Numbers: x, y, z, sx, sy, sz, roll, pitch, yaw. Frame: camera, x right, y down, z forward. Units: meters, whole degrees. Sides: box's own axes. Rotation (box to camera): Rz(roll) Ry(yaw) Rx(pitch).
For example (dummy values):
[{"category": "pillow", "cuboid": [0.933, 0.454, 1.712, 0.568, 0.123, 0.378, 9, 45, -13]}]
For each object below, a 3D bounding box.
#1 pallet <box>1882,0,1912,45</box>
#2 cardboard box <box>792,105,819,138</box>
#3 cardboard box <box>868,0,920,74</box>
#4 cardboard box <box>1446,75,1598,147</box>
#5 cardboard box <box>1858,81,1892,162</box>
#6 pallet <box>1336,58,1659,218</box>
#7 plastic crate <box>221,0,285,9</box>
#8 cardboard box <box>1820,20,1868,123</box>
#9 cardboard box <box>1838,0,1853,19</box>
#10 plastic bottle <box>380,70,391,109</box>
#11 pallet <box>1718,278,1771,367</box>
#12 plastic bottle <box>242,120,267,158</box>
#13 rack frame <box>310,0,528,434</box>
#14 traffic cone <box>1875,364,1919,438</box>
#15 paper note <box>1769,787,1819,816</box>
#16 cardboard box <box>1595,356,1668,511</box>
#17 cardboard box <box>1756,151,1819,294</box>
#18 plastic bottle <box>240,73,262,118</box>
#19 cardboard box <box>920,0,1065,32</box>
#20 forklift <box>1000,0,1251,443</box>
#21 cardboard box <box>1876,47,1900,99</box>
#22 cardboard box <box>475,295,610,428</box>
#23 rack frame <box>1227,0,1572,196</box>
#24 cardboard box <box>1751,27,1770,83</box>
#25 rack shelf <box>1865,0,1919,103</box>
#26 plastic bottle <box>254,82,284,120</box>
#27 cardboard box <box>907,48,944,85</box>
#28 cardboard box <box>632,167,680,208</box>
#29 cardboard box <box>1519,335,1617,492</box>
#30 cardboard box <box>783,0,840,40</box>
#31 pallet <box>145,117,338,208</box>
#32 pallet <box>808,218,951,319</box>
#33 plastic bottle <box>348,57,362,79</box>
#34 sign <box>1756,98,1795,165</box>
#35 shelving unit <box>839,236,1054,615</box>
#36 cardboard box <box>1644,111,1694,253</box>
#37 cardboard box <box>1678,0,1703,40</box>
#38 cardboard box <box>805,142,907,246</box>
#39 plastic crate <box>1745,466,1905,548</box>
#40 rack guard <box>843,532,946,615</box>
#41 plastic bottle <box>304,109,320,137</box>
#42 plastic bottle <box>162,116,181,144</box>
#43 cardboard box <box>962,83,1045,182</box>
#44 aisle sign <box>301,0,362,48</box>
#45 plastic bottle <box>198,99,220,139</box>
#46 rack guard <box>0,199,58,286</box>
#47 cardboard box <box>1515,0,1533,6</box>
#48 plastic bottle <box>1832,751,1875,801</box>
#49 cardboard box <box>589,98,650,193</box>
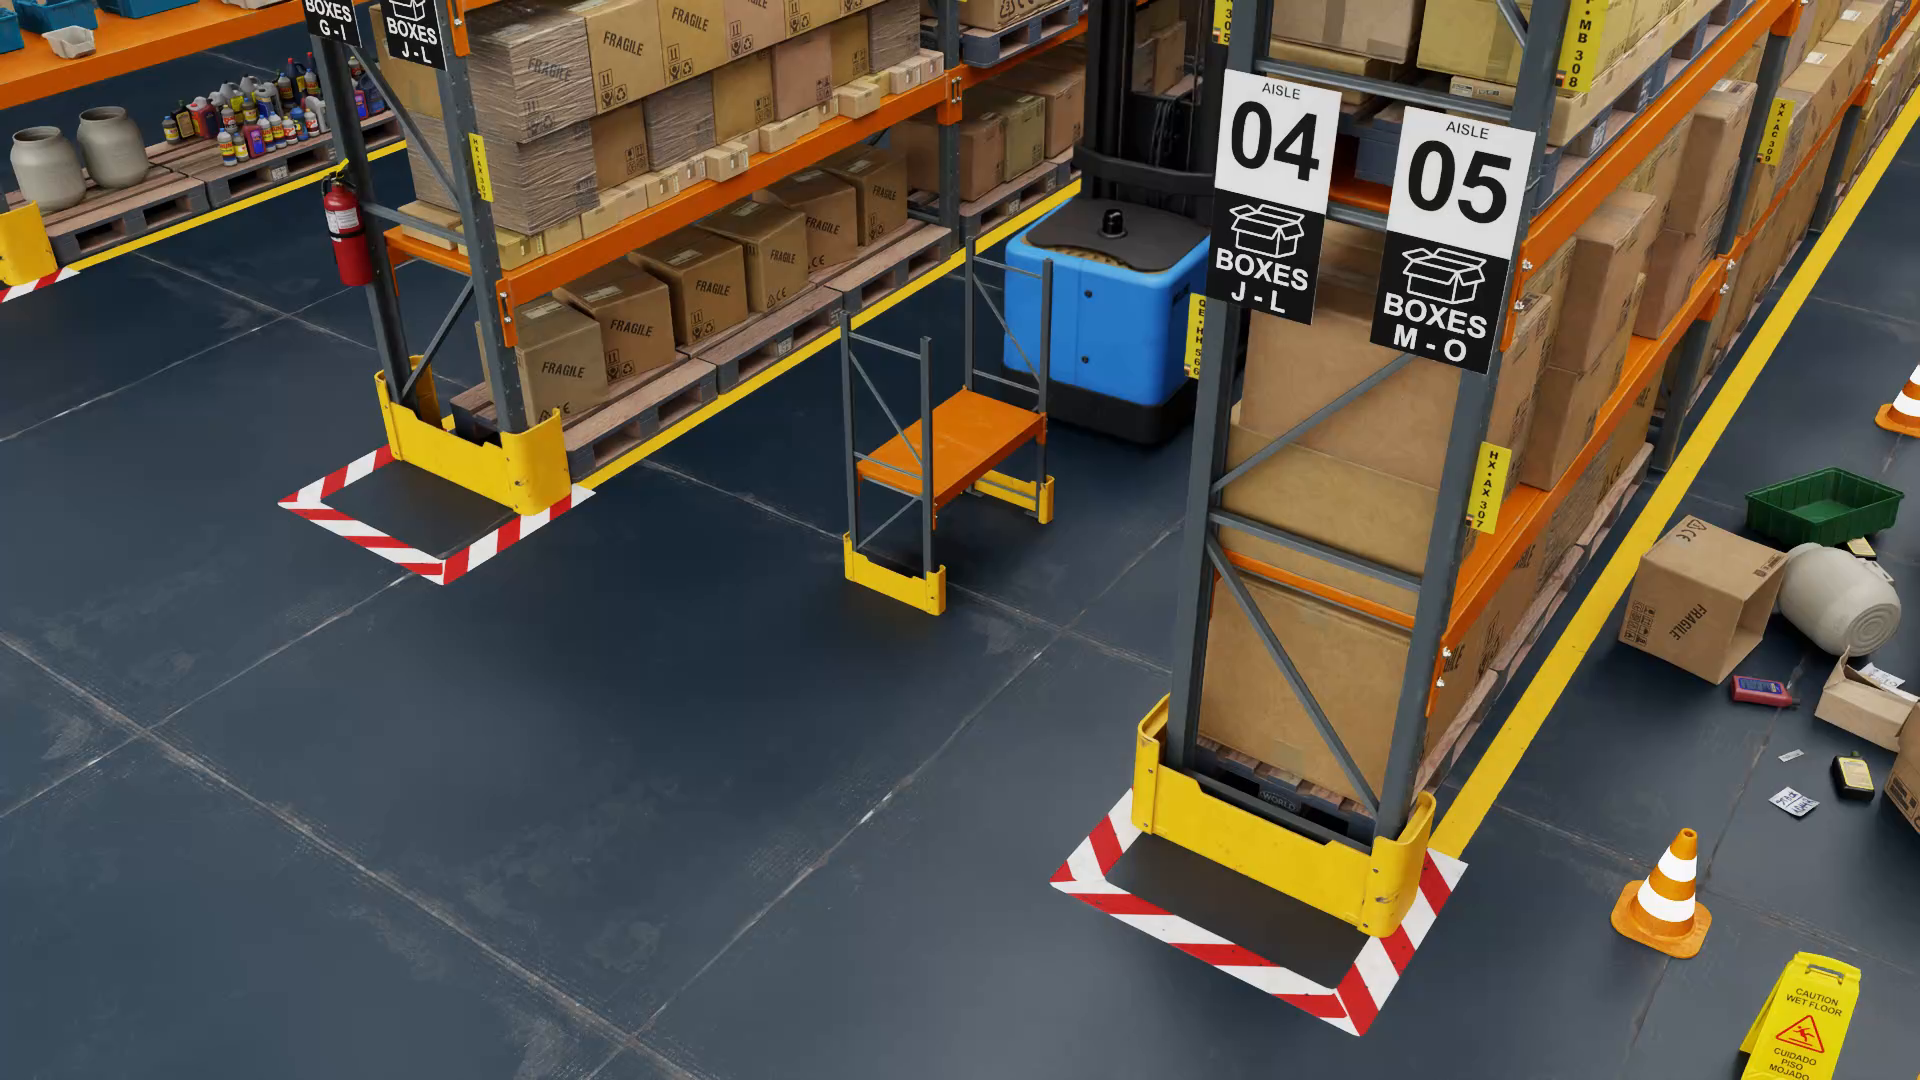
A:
[{"category": "pallet", "cuboid": [6.167, -3.922, 12.043, 1.213, 0.211, 1.003, 21, 39, 28]}, {"category": "cardboard box", "cuboid": [-1.084, -2.573, 10.102, 0.380, 0.149, 0.250, 21, 39, 28]}, {"category": "cardboard box", "cuboid": [-0.757, -3.407, 10.755, 0.875, 0.500, 0.500, 21, 39, 28]}, {"category": "cardboard box", "cuboid": [1.746, -1.367, 5.177, 0.380, 0.149, 0.250, 22, 40, 29]}, {"category": "cardboard box", "cuboid": [6.745, -3.255, 12.742, 0.500, 0.500, 0.500, 22, 40, 29]}, {"category": "pallet", "cuboid": [1.701, -1.509, 5.705, 1.003, 0.211, 1.213, 21, 39, 28]}, {"category": "plastic crate", "cuboid": [-5.236, -4.074, 12.332, 0.530, 0.136, 0.437, 21, 39, 28]}, {"category": "cardboard box", "cuboid": [5.241, -2.929, 10.314, 0.500, 0.500, 0.500, 21, 39, 27]}, {"category": "cardboard box", "cuboid": [5.297, -3.659, 10.501, 0.700, 0.500, 0.500, 21, 39, 28]}, {"category": "plastic bottle", "cuboid": [-4.649, -3.708, 13.528, 0.144, 0.351, 0.185, 20, 39, 27]}, {"category": "pallet", "cuboid": [4.641, -1.587, 10.908, 1.003, 0.211, 1.213, 21, 39, 28]}, {"category": "plastic bottle", "cuboid": [-5.365, -3.061, 12.631, 0.061, 0.283, 0.133, 22, 40, 29]}, {"category": "rack frame", "cuboid": [-2.730, -1.589, 8.422, 1.000, 3.000, 0.127, 21, 39, 28]}, {"category": "traffic cone", "cuboid": [5.573, -0.883, 9.642, 0.336, 0.463, 0.334, 21, 39, 28]}, {"category": "paper note", "cuboid": [3.552, 1.112, 7.079, 0.142, 0.017, 0.144, -22, 40, -29]}, {"category": "cardboard box", "cuboid": [3.151, -0.826, 8.815, 0.875, 0.875, 0.875, 22, 40, 29]}, {"category": "cardboard box", "cuboid": [4.931, -2.227, 10.998, 1.050, 0.750, 0.750, 22, 40, 29]}, {"category": "plastic bottle", "cuboid": [-5.670, -3.575, 13.331, 0.144, 0.351, 0.185, 21, 39, 28]}, {"category": "cardboard box", "cuboid": [0.118, -4.173, 11.333, 1.000, 1.000, 1.000, 22, 40, 28]}, {"category": "forklift", "cuboid": [1.424, -2.559, 9.918, 1.130, 2.935, 3.031, 18, 38, 25]}, {"category": "cardboard box", "cuboid": [6.729, -3.562, 12.527, 0.500, 0.250, 0.500, 21, 39, 28]}, {"category": "cardboard box", "cuboid": [-2.361, -1.009, 9.421, 0.500, 0.500, 0.500, -29, 43, -35]}, {"category": "rack frame", "cuboid": [1.287, -2.443, 4.330, 1.000, 3.000, 0.127, 21, 39, 28]}, {"category": "cardboard box", "cuboid": [3.846, -2.485, 8.765, 0.700, 0.500, 0.500, 21, 39, 27]}, {"category": "rack shelf", "cuboid": [6.989, -4.262, 13.017, 1.077, 0.370, 4.000, 21, 39, 28]}, {"category": "plastic bottle", "cuboid": [-5.534, -3.508, 13.299, 0.152, 0.276, 0.135, 21, 39, 28]}, {"category": "cardboard box", "cuboid": [-0.331, -3.133, 10.929, 0.380, 0.149, 0.250, 21, 39, 28]}, {"category": "cardboard box", "cuboid": [-1.785, -1.993, 9.244, 0.380, 0.149, 0.250, 21, 39, 28]}, {"category": "cardboard box", "cuboid": [2.179, -0.683, 6.948, 0.875, 0.550, 0.550, 21, 39, 28]}, {"category": "cardboard box", "cuboid": [-1.050, -3.253, 9.635, 0.500, 0.500, 0.500, 21, 39, 28]}, {"category": "pallet", "cuboid": [-5.631, -2.997, 12.993, 1.003, 0.211, 1.213, 21, 39, 28]}, {"category": "pallet", "cuboid": [-0.803, -1.954, 11.451, 1.003, 0.211, 1.213, 21, 39, 28]}, {"category": "plastic bottle", "cuboid": [-5.118, -3.981, 14.065, 0.097, 0.201, 0.097, 0, 34, 0]}, {"category": "sign", "cuboid": [4.024, -2.014, 8.206, 0.100, 0.325, 0.005, 21, 39, 28]}, {"category": "shelving unit", "cuboid": [-0.043, -0.586, 8.278, 0.587, 1.500, 1.083, 21, 39, 28]}, {"category": "cardboard box", "cuboid": [2.690, -1.655, 7.421, 0.875, 0.550, 0.550, 21, 39, 28]}, {"category": "cardboard box", "cuboid": [2.465, -1.948, 6.035, 0.380, 0.149, 0.250, 21, 39, 28]}, {"category": "cardboard box", "cuboid": [-0.711, -2.397, 11.473, 0.500, 0.500, 0.500, 20, 39, 27]}, {"category": "plastic crate", "cuboid": [4.545, -0.159, 8.767, 0.662, 0.188, 0.450, -15, 27, -21]}, {"category": "rack guard", "cuboid": [-0.327, 0.161, 8.289, 0.587, 0.250, 0.087, 21, 39, 28]}, {"category": "plastic bottle", "cuboid": [-5.083, -3.273, 13.017, 0.097, 0.201, 0.097, 0, 34, 0]}, {"category": "plastic bottle", "cuboid": [-6.112, -3.179, 12.879, 0.097, 0.201, 0.097, 0, 34, 0]}, {"category": "cardboard box", "cuboid": [0.206, -3.066, 12.444, 0.700, 0.500, 0.500, 21, 39, 28]}, {"category": "aisle sign", "cuboid": [-3.012, -2.733, 7.793, 0.394, 0.787, 0.004, 21, 39, 28]}, {"category": "plastic bottle", "cuboid": [-5.858, -3.287, 12.964, 0.061, 0.283, 0.133, 21, 39, 28]}, {"category": "rack guard", "cuboid": [-6.795, -2.185, 11.535, 1.175, 0.500, 0.348, 21, 39, 28]}, {"category": "cardboard box", "cuboid": [1.738, -1.694, 4.948, 0.380, 0.149, 0.250, 22, 40, 29]}, {"category": "plastic bottle", "cuboid": [3.862, 1.010, 7.202, 0.133, 0.061, 0.283, 8, 35, 12]}, {"category": "cardboard box", "cuboid": [-2.208, -2.266, 9.069, 0.875, 0.500, 0.500, 21, 39, 28]}]
